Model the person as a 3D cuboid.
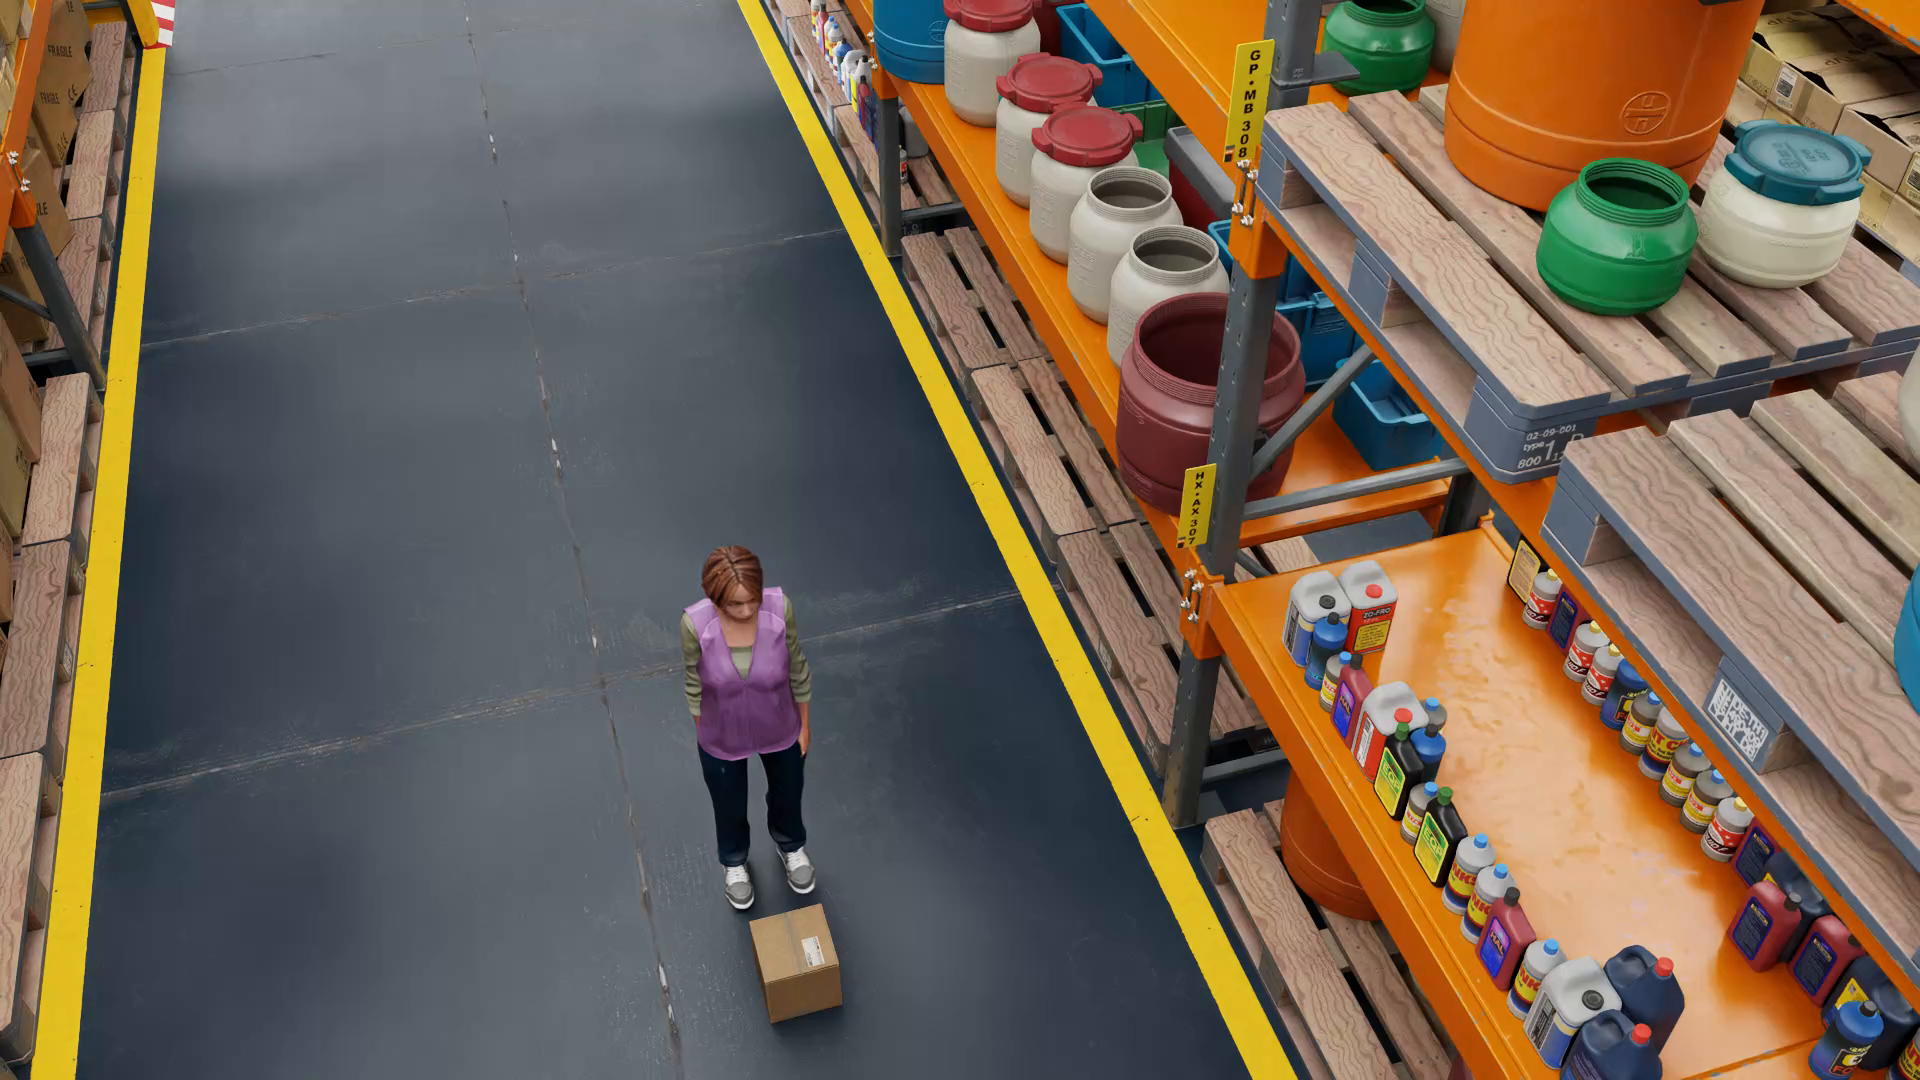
[{"bbox_3d":[-0.679,0.625,5.500,0.406,1.595,0.307,-11,44,-12],"label":"person"}]
